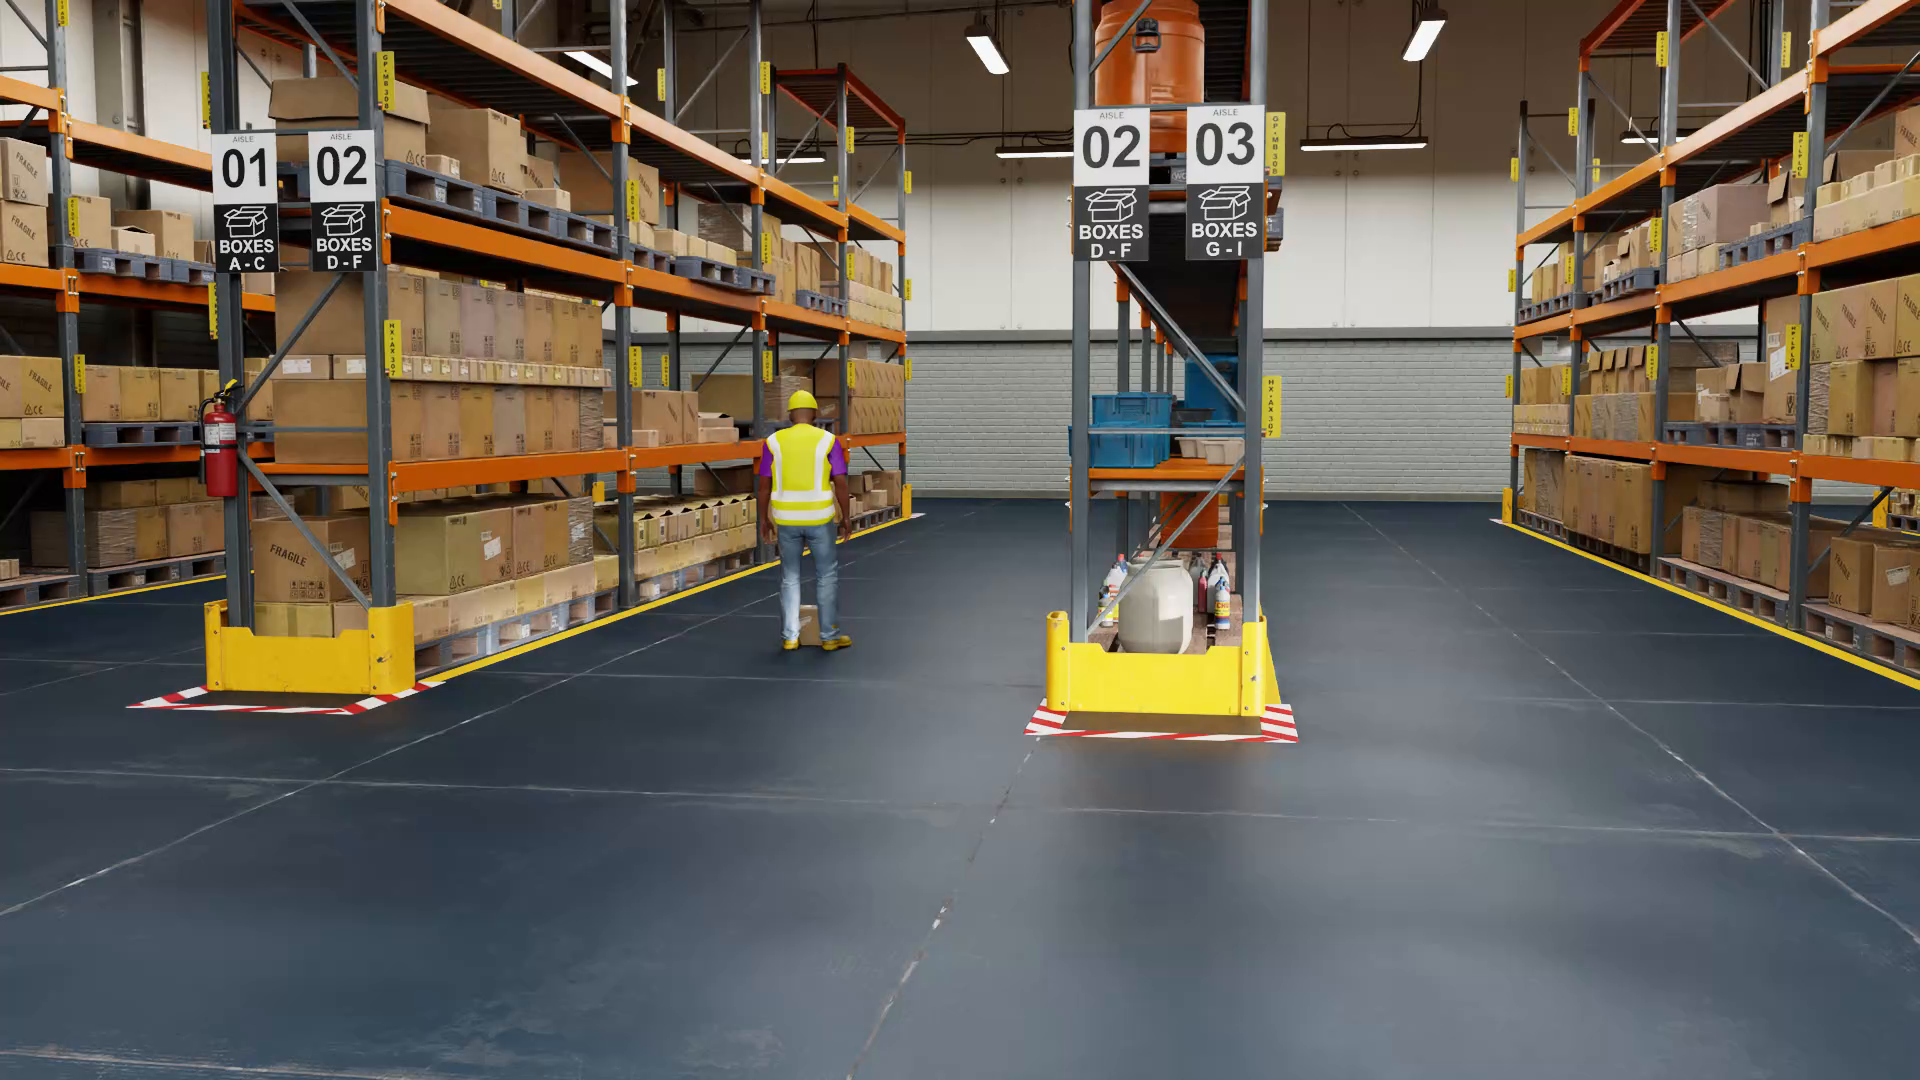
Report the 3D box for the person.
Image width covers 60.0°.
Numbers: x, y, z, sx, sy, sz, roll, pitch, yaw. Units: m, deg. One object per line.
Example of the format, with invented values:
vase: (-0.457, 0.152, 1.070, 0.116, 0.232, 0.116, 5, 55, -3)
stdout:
person: (-1.055, -0.138, 11.336, 0.633, 1.755, 0.461, 0, 4, 6)
